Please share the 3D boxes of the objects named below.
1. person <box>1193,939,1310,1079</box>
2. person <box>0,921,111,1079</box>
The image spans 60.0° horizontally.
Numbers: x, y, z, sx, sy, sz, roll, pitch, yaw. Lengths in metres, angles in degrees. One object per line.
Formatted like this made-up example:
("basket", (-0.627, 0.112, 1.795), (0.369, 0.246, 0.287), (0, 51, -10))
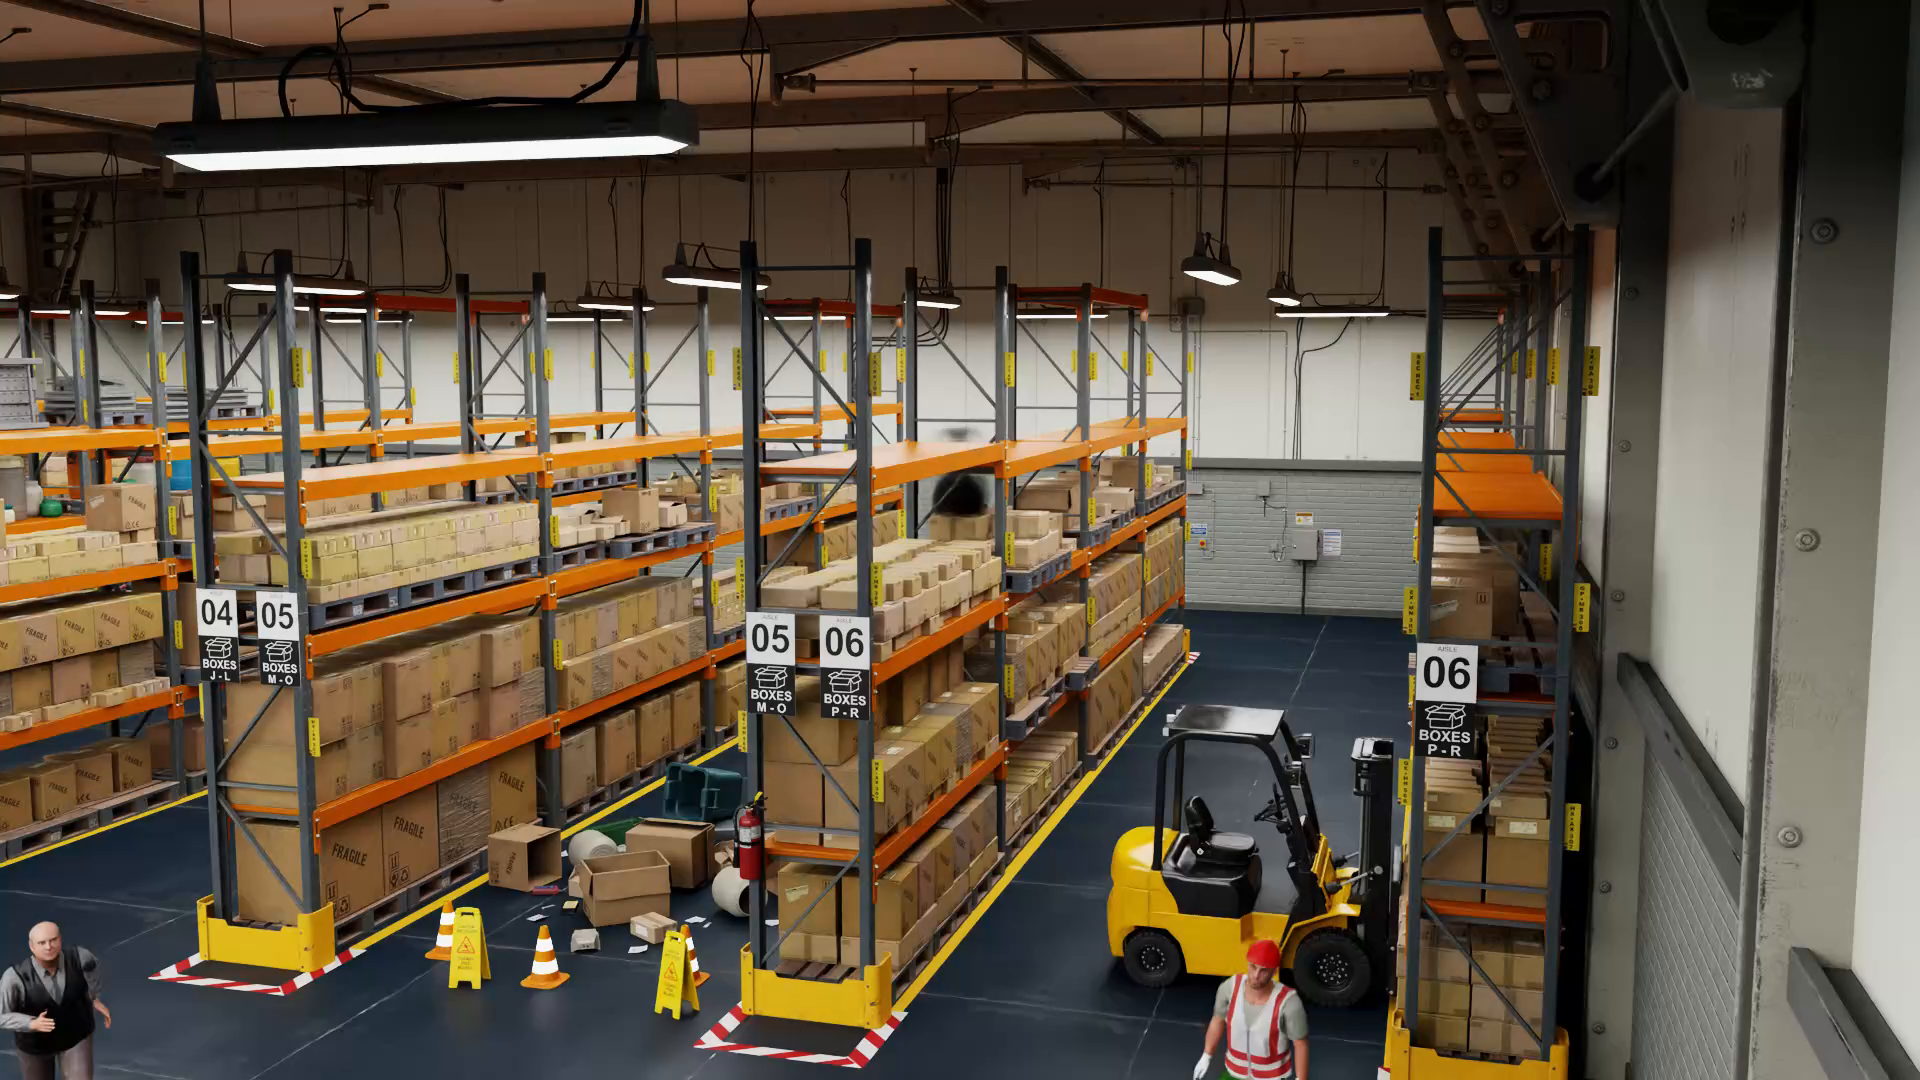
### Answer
("person", (1.795, 3.187, 10.085), (0.785, 1.732, 0.711), (3, 7, 27))
("person", (-5.684, 3.165, 10.434), (0.651, 1.696, 0.975), (-4, 8, -33))
